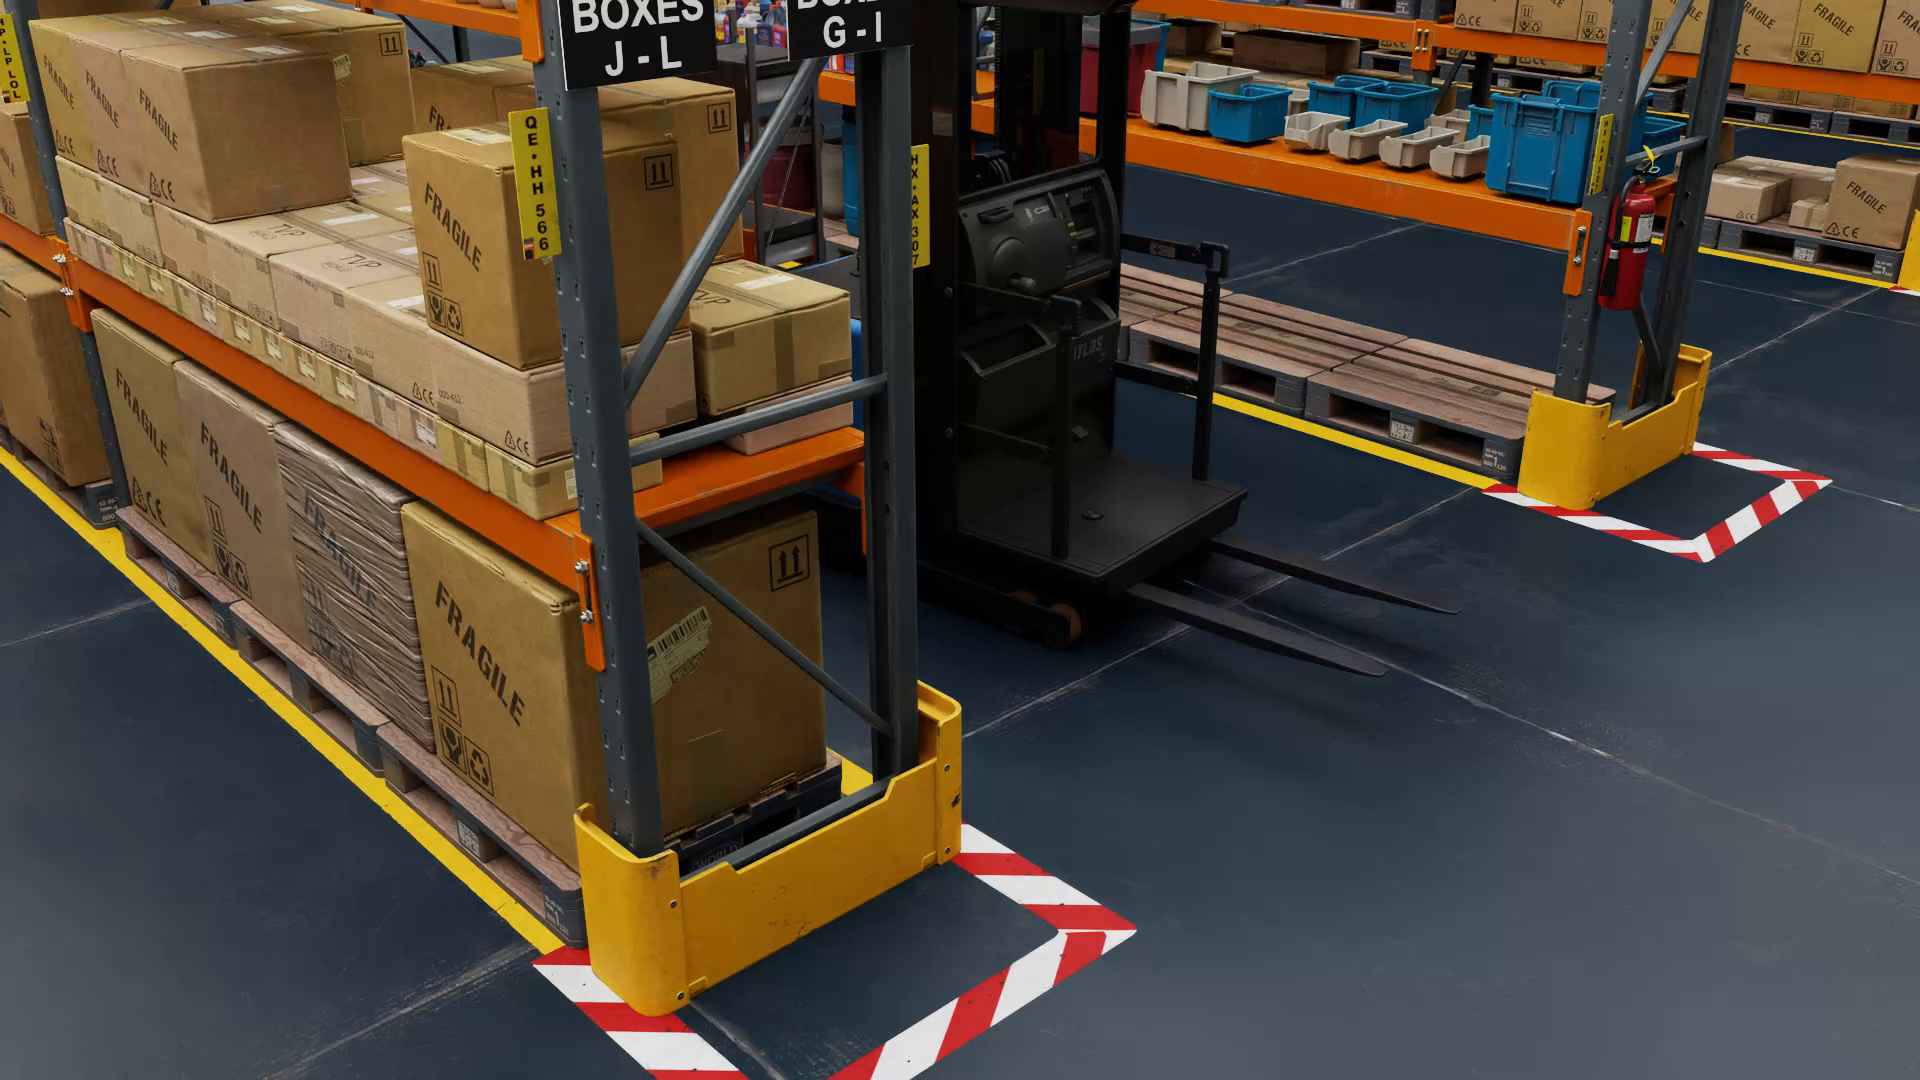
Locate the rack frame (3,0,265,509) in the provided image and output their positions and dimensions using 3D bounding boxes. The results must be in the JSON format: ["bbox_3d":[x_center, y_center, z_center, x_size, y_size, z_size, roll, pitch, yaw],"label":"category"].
[{"bbox_3d":[-3.264,-1.513,6.953,1.000,3.000,0.127,-21,32,-38],"label":"rack frame"}]

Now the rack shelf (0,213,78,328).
[{"bbox_3d":[-4.631,-1.792,8.430,1.077,0.370,4.000,-21,32,-38],"label":"rack shelf"}]

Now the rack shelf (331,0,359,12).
[{"bbox_3d":[-6.483,-5.621,16.823,1.077,0.370,4.000,-21,32,-38],"label":"rack shelf"}]

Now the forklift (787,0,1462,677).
[{"bbox_3d":[0.481,-1.170,6.283,3.031,2.935,1.130,19,31,35],"label":"forklift"}]

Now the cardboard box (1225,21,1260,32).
[{"bbox_3d":[3.692,-6.538,20.450,0.700,0.500,0.500,-21,32,-39],"label":"cardboard box"}]

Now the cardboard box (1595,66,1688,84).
[{"bbox_3d":[7.044,-5.102,16.903,0.750,0.750,0.750,-21,32,-38],"label":"cardboard box"}]

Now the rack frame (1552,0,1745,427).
[{"bbox_3d":[3.086,-1.706,7.376,1.000,3.000,0.127,-21,32,-38],"label":"rack frame"}]

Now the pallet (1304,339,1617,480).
[{"bbox_3d":[2.550,-0.699,8.527,1.003,0.211,1.213,-21,32,-38],"label":"pallet"}]

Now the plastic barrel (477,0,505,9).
[{"bbox_3d":[-3.825,-4.698,13.771,0.433,0.535,0.433,0,25,0],"label":"plastic barrel"}]

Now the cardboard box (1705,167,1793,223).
[{"bbox_3d":[5.525,-2.451,11.791,0.500,0.250,0.500,-21,32,-38],"label":"cardboard box"}]

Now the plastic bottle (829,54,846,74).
[{"bbox_3d":[-0.748,-3.153,10.697,0.152,0.276,0.135,-21,32,-38],"label":"plastic bottle"}]

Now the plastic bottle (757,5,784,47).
[{"bbox_3d":[-1.268,-3.415,11.182,0.144,0.351,0.185,-21,32,-38],"label":"plastic bottle"}]

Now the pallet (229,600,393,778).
[{"bbox_3d":[-1.963,0.378,6.168,1.003,0.211,1.213,-21,32,-38],"label":"pallet"}]

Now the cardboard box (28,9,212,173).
[{"bbox_3d":[-3.123,-1.704,6.290,0.500,0.500,0.500,-21,32,-38],"label":"cardboard box"}]

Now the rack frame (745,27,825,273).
[{"bbox_3d":[-0.738,-1.182,7.311,0.015,2.100,0.400,19,31,35],"label":"rack frame"}]

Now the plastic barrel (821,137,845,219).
[{"bbox_3d":[-0.812,-2.558,11.735,0.421,0.512,0.421,0,25,0],"label":"plastic barrel"}]

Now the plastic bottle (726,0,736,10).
[{"bbox_3d":[-1.729,-3.998,12.639,0.097,0.201,0.097,0,25,0],"label":"plastic bottle"}]

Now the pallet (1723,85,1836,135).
[{"bbox_3d":[8.046,-4.207,16.219,1.003,0.211,1.213,-21,32,-38],"label":"pallet"}]

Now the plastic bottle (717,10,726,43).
[{"bbox_3d":[-1.631,-3.526,11.520,0.097,0.271,0.097,0,25,0],"label":"plastic bottle"}]

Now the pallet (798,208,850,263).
[{"bbox_3d":[-0.983,-2.265,11.960,1.003,0.211,1.213,-21,32,-38],"label":"pallet"}]

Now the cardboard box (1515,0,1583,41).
[{"bbox_3d":[4.472,-3.982,12.244,0.500,0.500,0.500,-21,32,-38],"label":"cardboard box"}]

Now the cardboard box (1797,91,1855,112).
[{"bbox_3d":[8.361,-4.374,15.729,0.700,0.500,0.500,-22,32,-39],"label":"cardboard box"}]

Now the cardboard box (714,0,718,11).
[{"bbox_3d":[-2.652,-6.411,19.592,0.500,0.500,0.500,-21,32,-38],"label":"cardboard box"}]

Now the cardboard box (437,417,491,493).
[{"bbox_3d":[-1.192,-0.280,4.552,0.380,0.149,0.250,-21,32,-38],"label":"cardboard box"}]

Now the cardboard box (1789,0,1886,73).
[{"bbox_3d":[5.842,-3.371,10.904,0.500,0.500,0.500,-21,32,-38],"label":"cardboard box"}]

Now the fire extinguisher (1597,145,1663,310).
[{"bbox_3d":[2.857,-1.327,7.087,0.296,0.674,0.183,-21,32,-38],"label":"fire extinguisher"}]

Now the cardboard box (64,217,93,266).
[{"bbox_3d":[-3.304,-1.215,6.602,0.380,0.149,0.250,-21,32,-38],"label":"cardboard box"}]

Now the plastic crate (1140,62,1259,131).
[{"bbox_3d":[1.261,-2.377,8.916,0.437,0.282,0.530,-21,32,-38],"label":"plastic crate"}]

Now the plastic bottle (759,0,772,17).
[{"bbox_3d":[-1.438,-3.901,12.342,0.097,0.271,0.097,0,25,0],"label":"plastic bottle"}]

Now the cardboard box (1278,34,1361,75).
[{"bbox_3d":[3.134,-4.245,14.519,0.500,0.250,0.500,-21,32,-38],"label":"cardboard box"}]

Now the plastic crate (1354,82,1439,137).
[{"bbox_3d":[2.257,-2.225,8.642,0.416,0.233,0.300,-21,32,-38],"label":"plastic crate"}]

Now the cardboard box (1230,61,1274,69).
[{"bbox_3d":[2.763,-4.066,15.031,0.500,0.500,0.500,22,33,40],"label":"cardboard box"}]

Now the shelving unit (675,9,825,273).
[{"bbox_3d":[-0.927,-1.246,7.452,0.503,2.100,0.431,19,31,35],"label":"shelving unit"}]

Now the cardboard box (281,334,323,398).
[{"bbox_3d":[-1.890,-0.589,5.230,0.380,0.149,0.250,-21,32,-38],"label":"cardboard box"}]

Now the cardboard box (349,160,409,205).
[{"bbox_3d":[-2.066,-1.210,6.111,0.500,0.250,0.500,-20,32,-37],"label":"cardboard box"}]

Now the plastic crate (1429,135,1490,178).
[{"bbox_3d":[2.396,-1.809,7.848,0.396,0.136,0.243,-21,32,-38],"label":"plastic crate"}]

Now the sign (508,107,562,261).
[{"bbox_3d":[-0.935,-0.786,3.679,0.100,0.325,0.005,-21,32,-38],"label":"sign"}]

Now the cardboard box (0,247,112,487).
[{"bbox_3d":[-3.716,-0.926,7.719,1.225,0.875,0.875,-21,32,-38],"label":"cardboard box"}]

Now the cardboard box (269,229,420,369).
[{"bbox_3d":[-1.749,-0.748,5.098,0.500,0.250,0.500,22,33,40],"label":"cardboard box"}]

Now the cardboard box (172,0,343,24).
[{"bbox_3d":[-2.754,-1.858,6.628,0.500,0.500,0.500,-20,31,-37],"label":"cardboard box"}]

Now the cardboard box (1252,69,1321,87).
[{"bbox_3d":[2.749,-3.758,14.354,0.500,0.500,0.500,-21,32,-38],"label":"cardboard box"}]

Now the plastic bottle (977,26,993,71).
[{"bbox_3d":[0.163,-3.192,10.787,0.097,0.271,0.097,0,25,0],"label":"plastic bottle"}]

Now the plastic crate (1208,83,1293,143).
[{"bbox_3d":[1.495,-2.207,8.603,0.416,0.233,0.300,-21,32,-38],"label":"plastic crate"}]

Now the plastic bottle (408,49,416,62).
[{"bbox_3d":[-5.494,-4.756,16.724,0.185,0.351,0.144,22,33,40],"label":"plastic bottle"}]

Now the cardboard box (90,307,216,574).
[{"bbox_3d":[-2.871,-0.515,6.819,0.875,0.875,0.875,-21,32,-38],"label":"cardboard box"}]

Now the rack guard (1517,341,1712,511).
[{"bbox_3d":[3.112,-0.566,7.887,1.175,0.500,0.348,-21,32,-38],"label":"rack guard"}]

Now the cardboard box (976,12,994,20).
[{"bbox_3d":[0.029,-5.439,17.689,0.500,0.311,0.500,-22,32,-39],"label":"cardboard box"}]

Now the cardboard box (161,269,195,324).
[{"bbox_3d":[-2.588,-0.899,5.909,0.380,0.149,0.250,-22,32,-39],"label":"cardboard box"}]

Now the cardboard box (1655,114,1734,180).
[{"bbox_3d":[5.258,-2.819,12.293,0.797,0.503,0.637,-21,32,-38],"label":"cardboard box"}]

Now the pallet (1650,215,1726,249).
[{"bbox_3d":[5.277,-2.475,12.422,1.003,0.211,1.213,-21,32,-38],"label":"pallet"}]

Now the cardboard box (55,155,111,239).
[{"bbox_3d":[-3.134,-1.364,6.447,0.500,0.250,0.500,-22,32,-39],"label":"cardboard box"}]
